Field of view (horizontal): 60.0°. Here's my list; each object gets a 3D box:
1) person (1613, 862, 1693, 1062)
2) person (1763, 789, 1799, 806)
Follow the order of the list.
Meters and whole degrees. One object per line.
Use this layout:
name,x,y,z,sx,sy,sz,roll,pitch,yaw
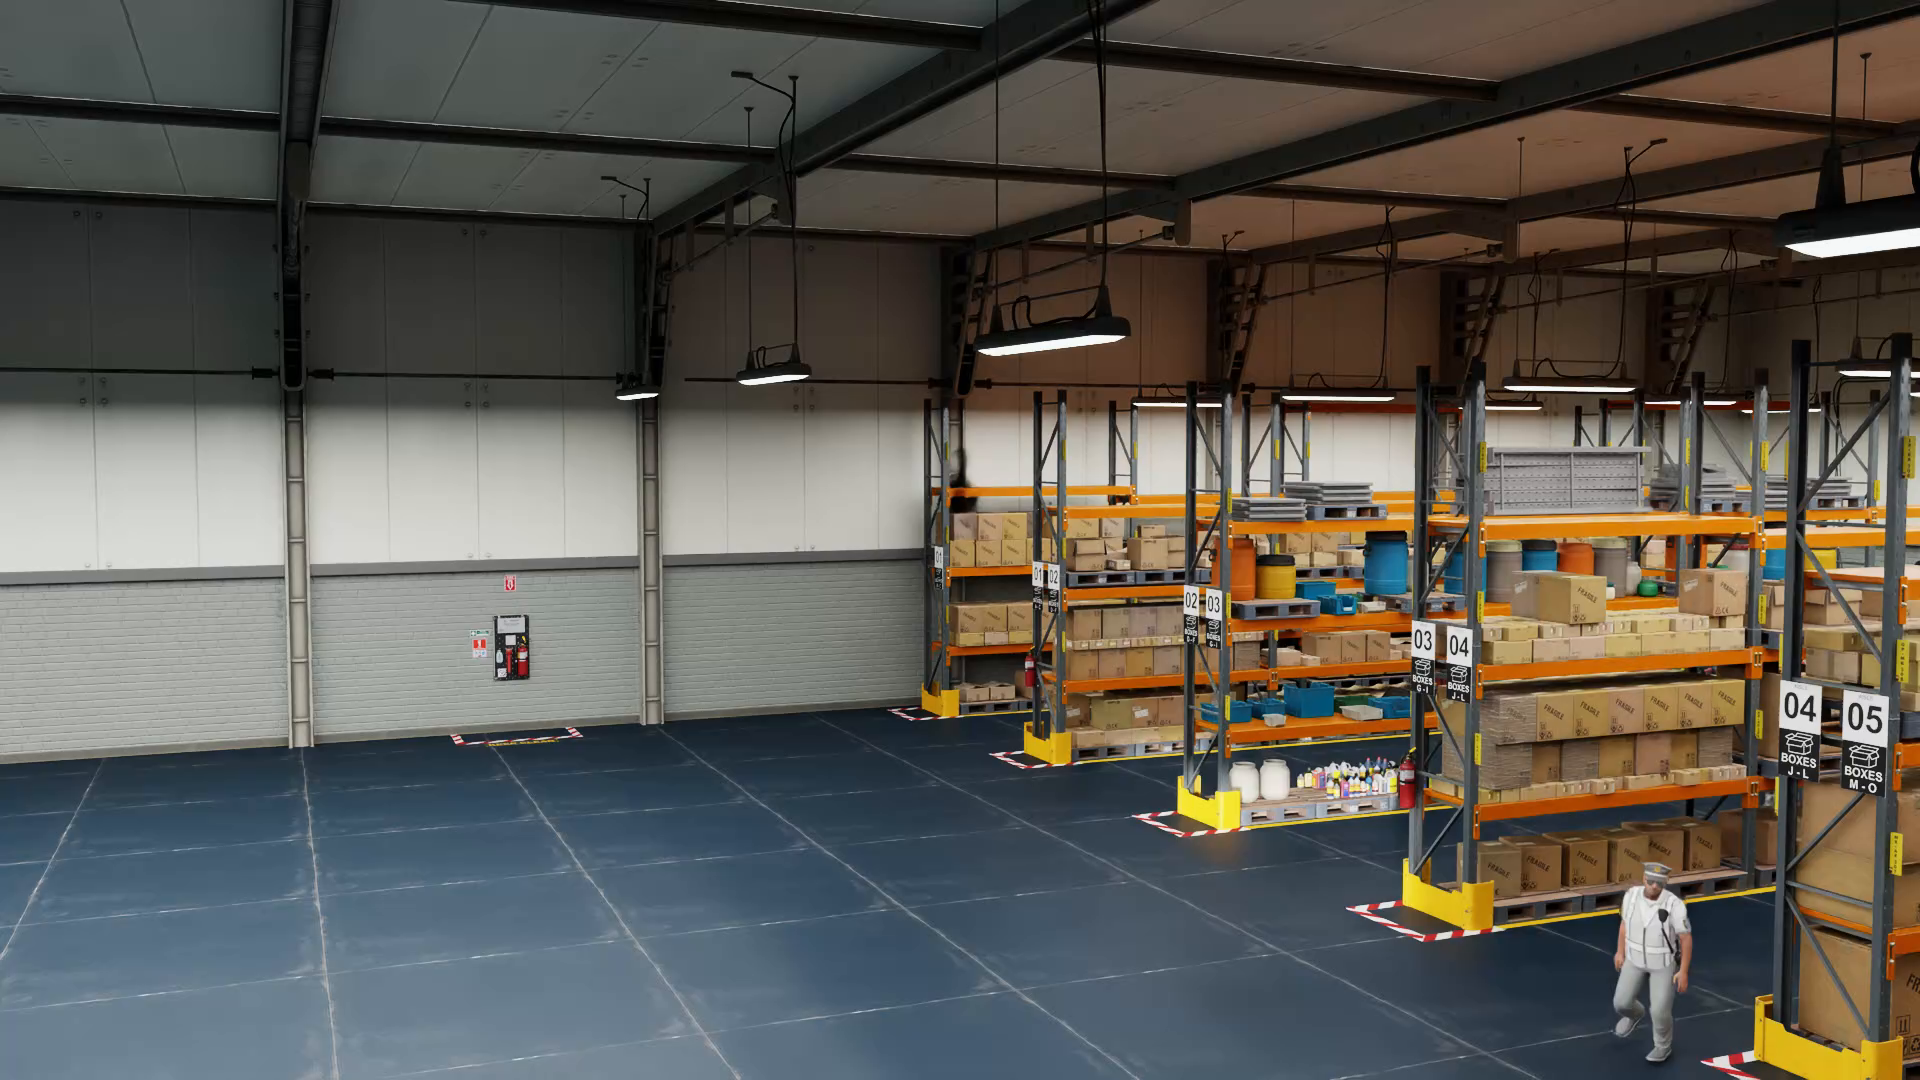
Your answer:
person,5.786,3.492,13.885,0.679,1.695,0.590,3,4,38
person,11.510,2.913,23.372,0.761,1.855,0.666,-2,4,-34
